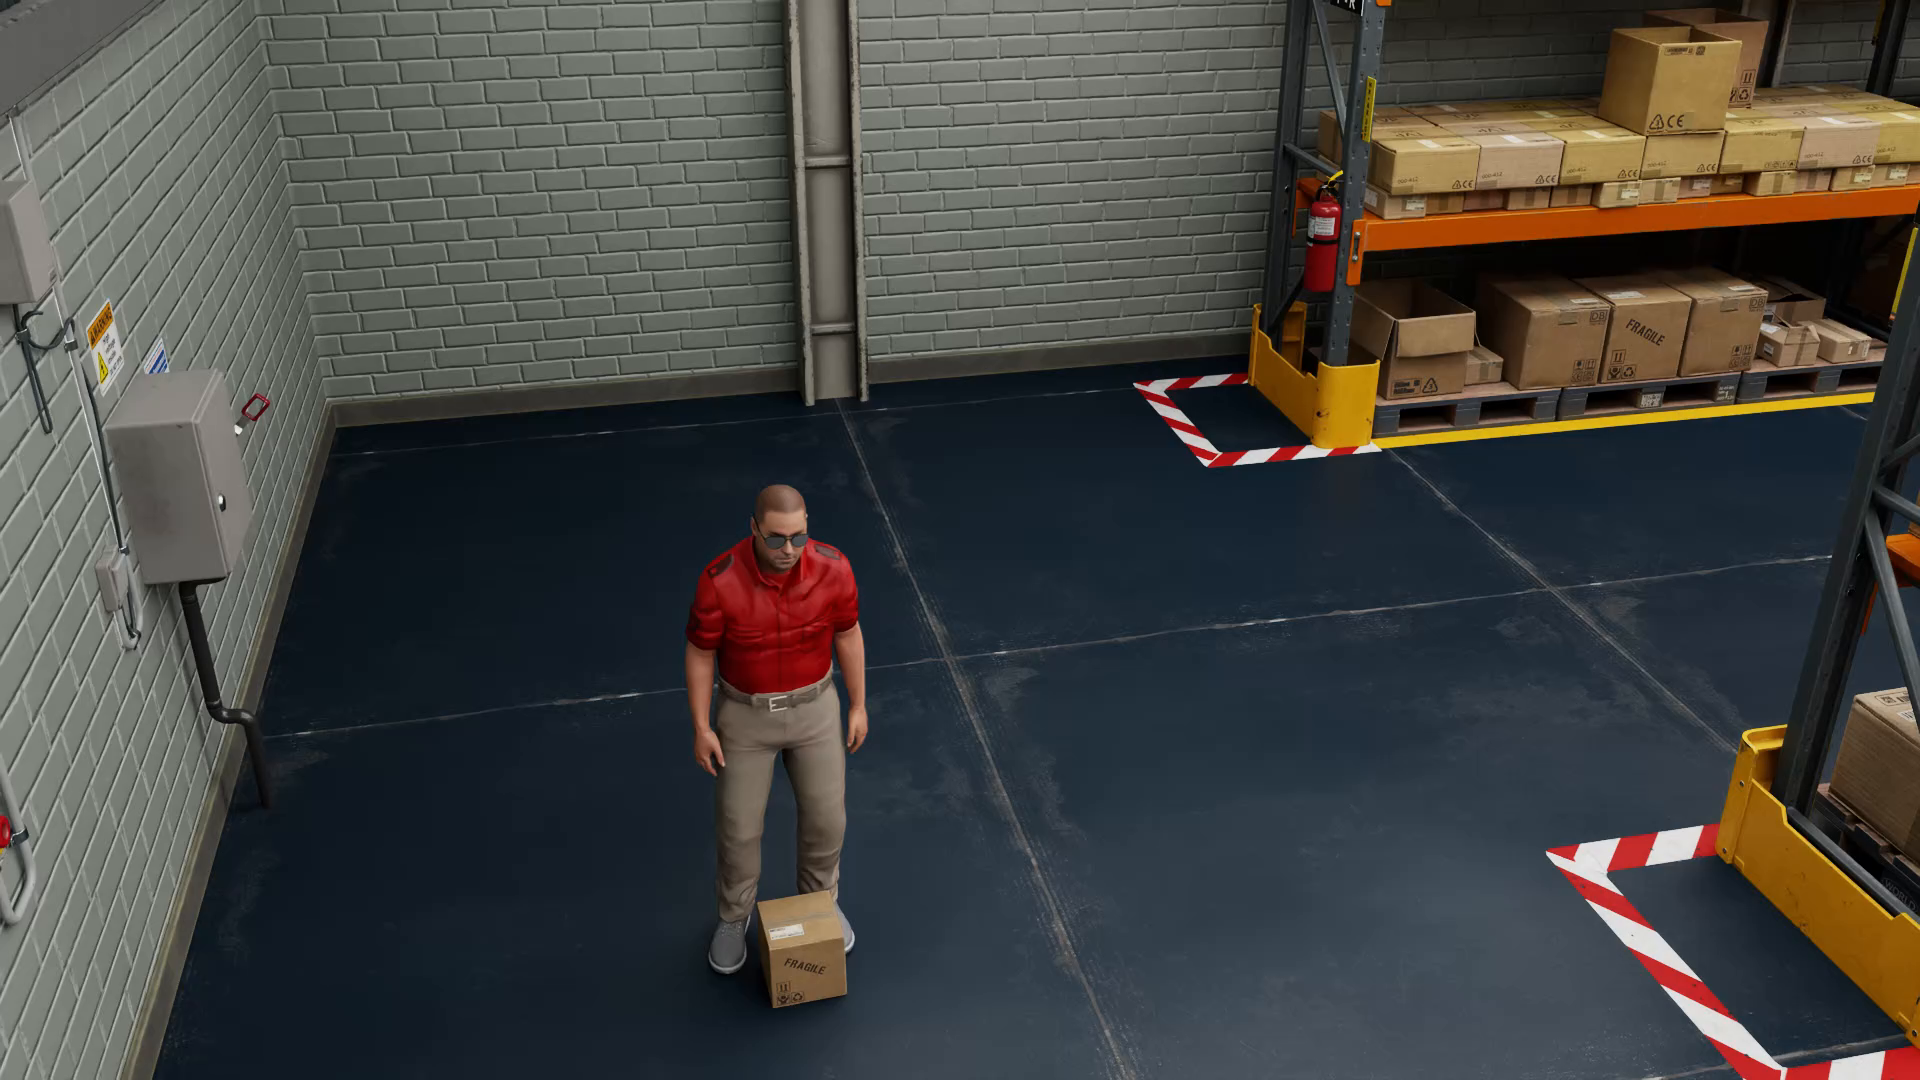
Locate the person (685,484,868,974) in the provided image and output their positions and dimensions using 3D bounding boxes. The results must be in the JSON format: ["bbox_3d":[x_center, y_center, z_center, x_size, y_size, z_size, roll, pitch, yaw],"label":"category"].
[{"bbox_3d":[-0.592,0.594,5.443,0.605,1.726,0.402,-8,28,-15],"label":"person"}]
